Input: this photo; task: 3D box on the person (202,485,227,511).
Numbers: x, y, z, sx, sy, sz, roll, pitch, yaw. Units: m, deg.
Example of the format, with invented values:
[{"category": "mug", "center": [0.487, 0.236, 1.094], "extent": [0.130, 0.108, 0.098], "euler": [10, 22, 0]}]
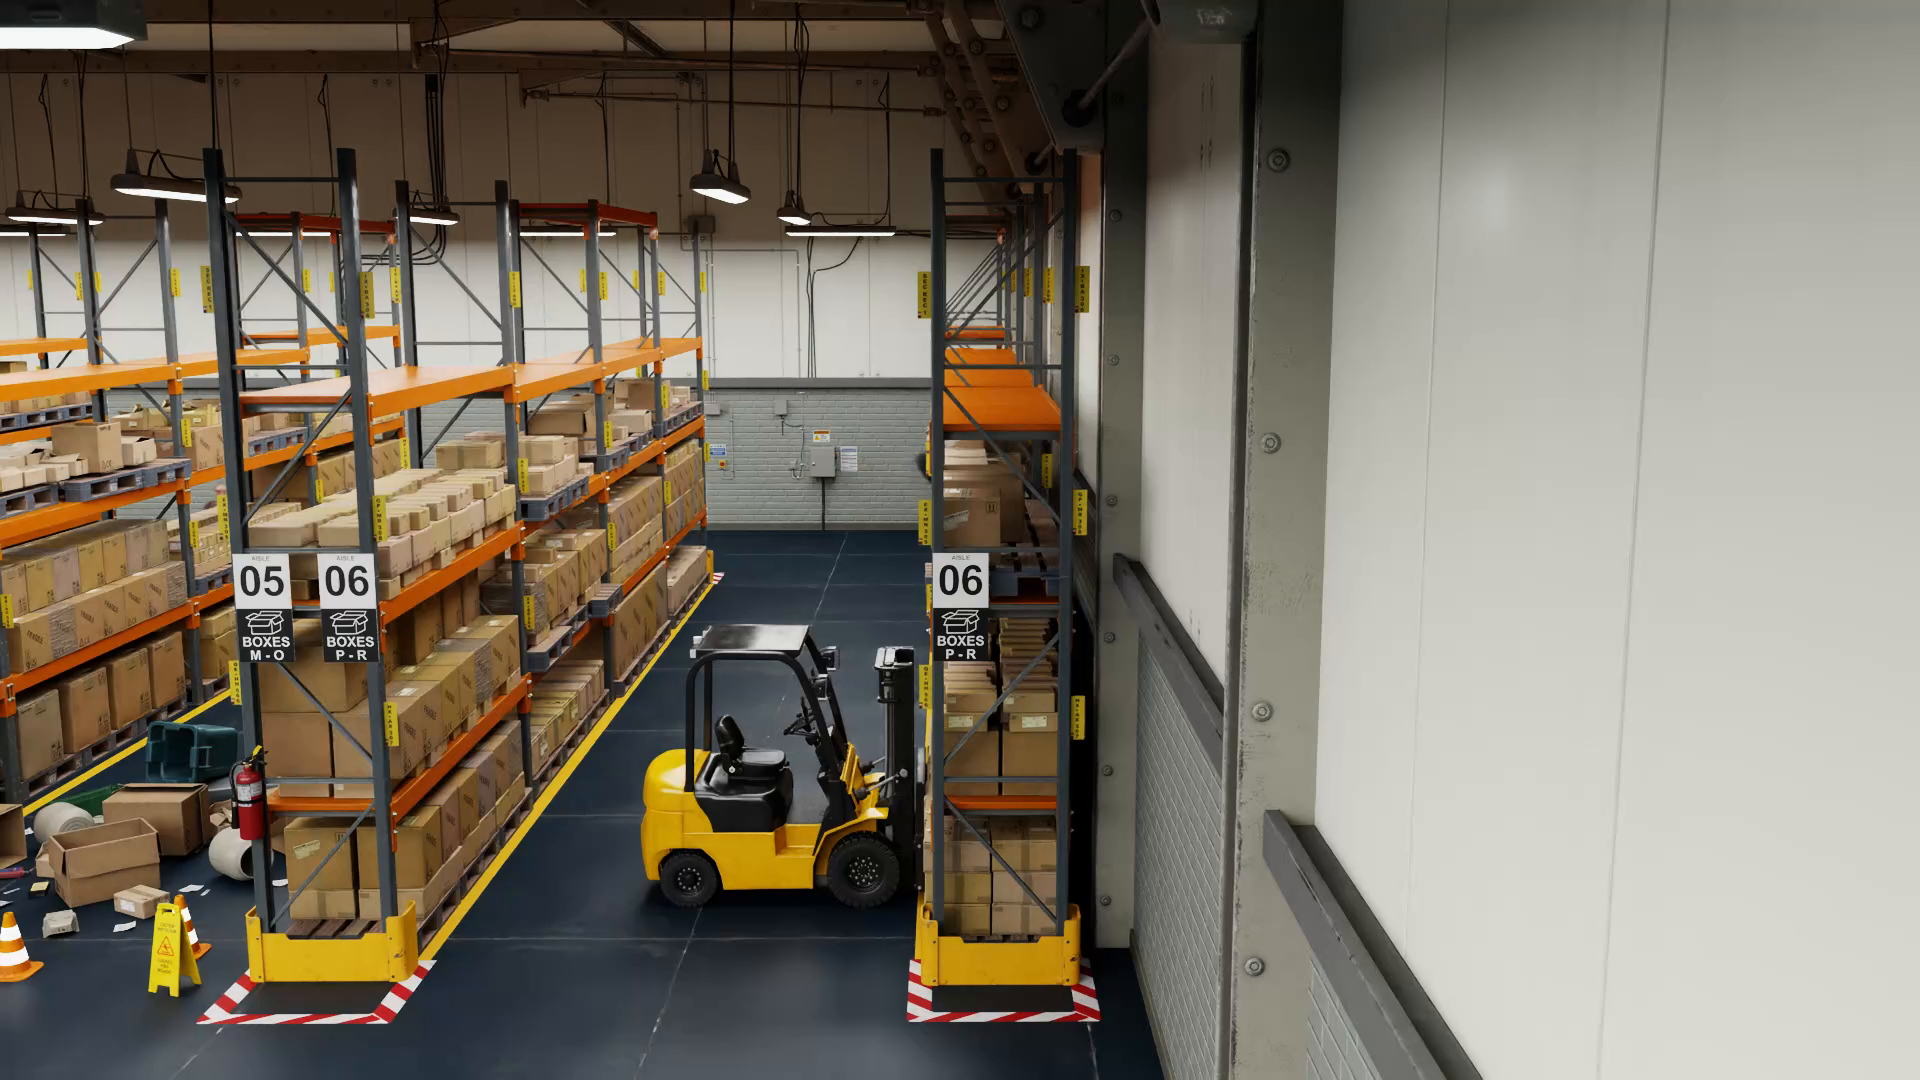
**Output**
[{"category": "person", "center": [-11.889, 0.011, 26.847], "extent": [0.673, 1.817, 0.792], "euler": [1, 9, 4]}]
